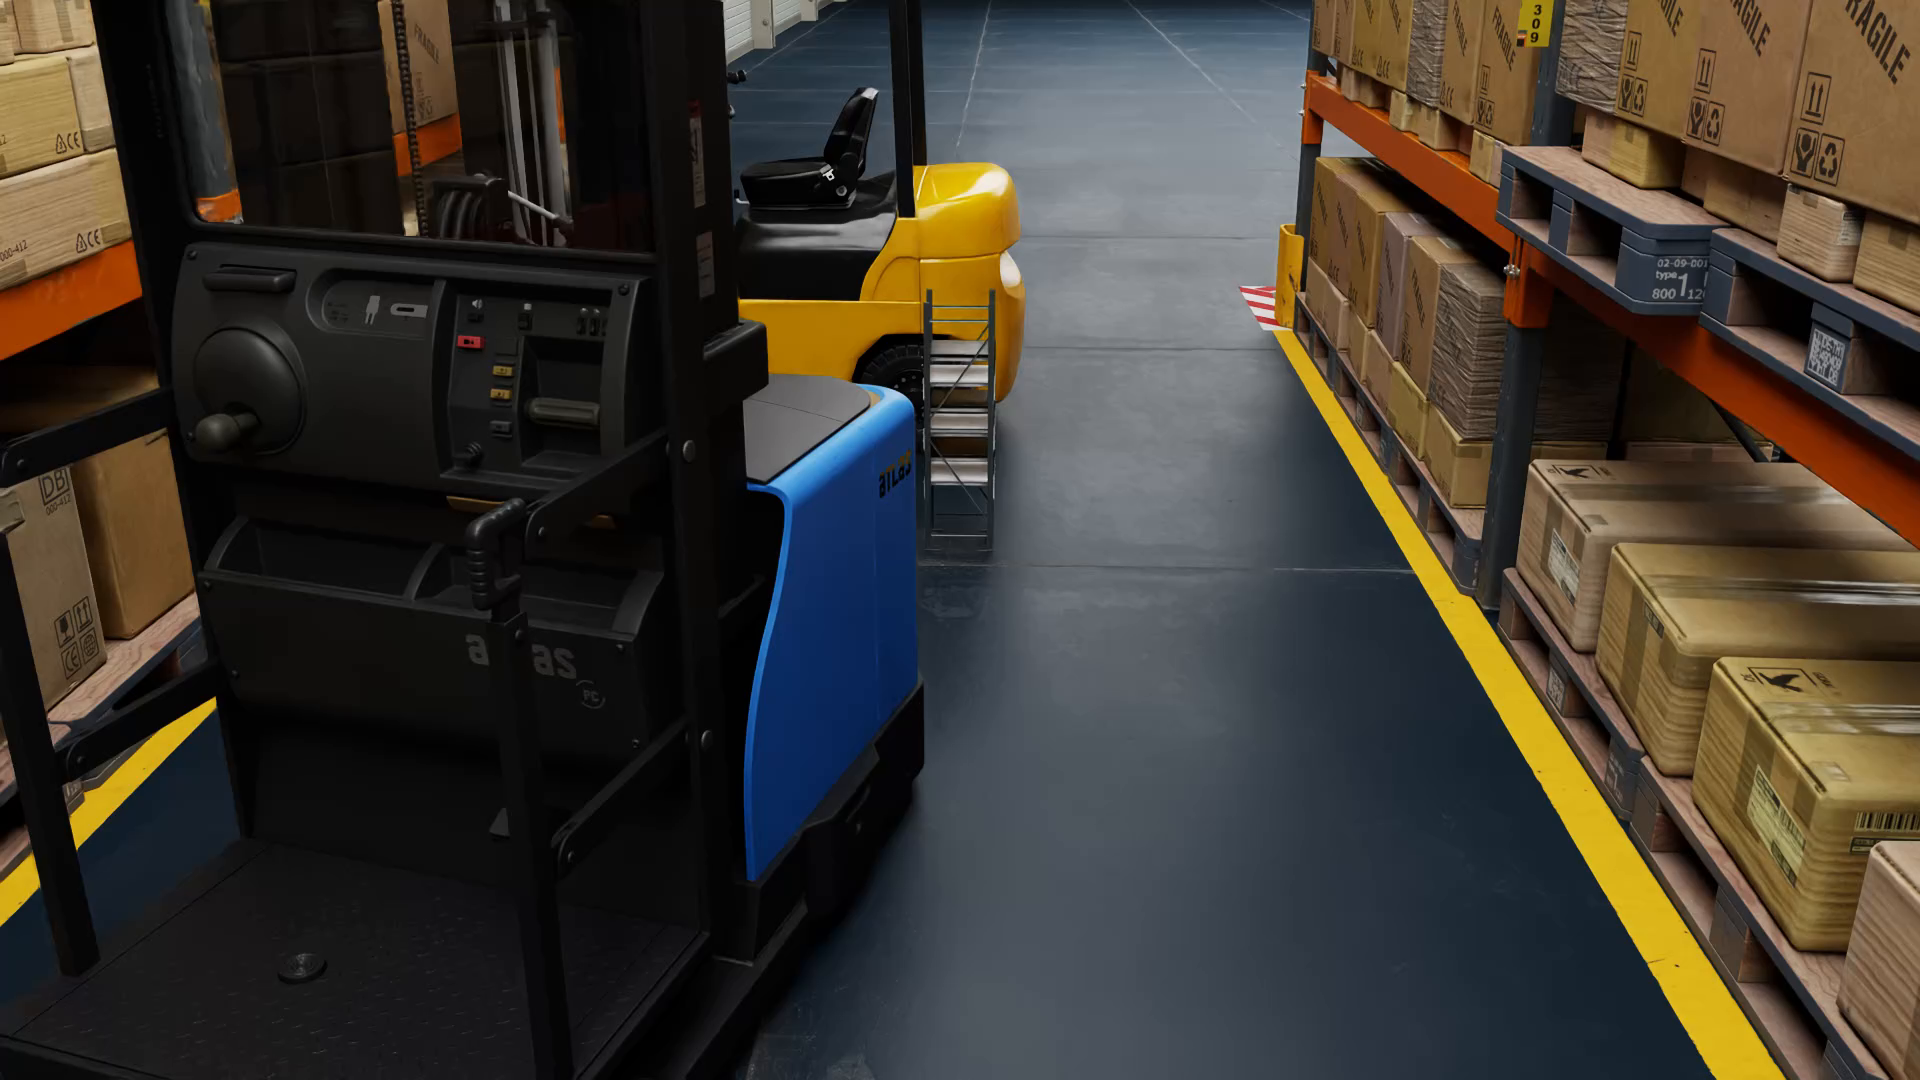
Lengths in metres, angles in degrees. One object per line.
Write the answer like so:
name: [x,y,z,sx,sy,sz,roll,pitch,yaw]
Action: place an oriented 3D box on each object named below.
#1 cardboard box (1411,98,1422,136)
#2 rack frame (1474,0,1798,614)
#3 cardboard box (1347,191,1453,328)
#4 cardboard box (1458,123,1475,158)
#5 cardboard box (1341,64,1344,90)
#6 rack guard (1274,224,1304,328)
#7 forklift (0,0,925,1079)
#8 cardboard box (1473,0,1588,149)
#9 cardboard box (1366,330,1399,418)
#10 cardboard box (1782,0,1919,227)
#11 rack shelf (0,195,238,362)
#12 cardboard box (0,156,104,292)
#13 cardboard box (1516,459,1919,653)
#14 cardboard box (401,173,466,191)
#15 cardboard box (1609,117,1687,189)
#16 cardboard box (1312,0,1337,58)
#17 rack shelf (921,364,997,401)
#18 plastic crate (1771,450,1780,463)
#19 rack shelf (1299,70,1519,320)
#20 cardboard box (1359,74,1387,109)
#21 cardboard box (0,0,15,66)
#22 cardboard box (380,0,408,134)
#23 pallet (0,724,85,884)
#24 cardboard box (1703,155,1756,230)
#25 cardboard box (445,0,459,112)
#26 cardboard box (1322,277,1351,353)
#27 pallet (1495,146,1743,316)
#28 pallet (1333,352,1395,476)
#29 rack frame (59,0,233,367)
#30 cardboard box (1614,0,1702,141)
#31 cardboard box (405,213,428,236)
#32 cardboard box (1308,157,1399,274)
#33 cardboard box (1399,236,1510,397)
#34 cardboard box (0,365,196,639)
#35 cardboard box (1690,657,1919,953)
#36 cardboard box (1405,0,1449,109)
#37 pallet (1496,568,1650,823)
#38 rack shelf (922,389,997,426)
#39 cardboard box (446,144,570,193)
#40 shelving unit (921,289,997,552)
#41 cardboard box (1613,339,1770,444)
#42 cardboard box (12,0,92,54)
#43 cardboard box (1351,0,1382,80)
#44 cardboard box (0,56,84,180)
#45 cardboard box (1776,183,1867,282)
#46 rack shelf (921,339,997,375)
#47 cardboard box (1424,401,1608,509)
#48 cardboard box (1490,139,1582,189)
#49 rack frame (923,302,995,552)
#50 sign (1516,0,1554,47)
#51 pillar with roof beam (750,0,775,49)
cardboard box: [1.977,-1.639,6.454,0.380,0.149,0.250,0,21,1]
rack frame: [2.206,-1.177,4.916,1.000,3.000,0.127,1,21,2]
cardboard box: [1.992,-1.219,7.208,0.500,0.500,0.500,1,21,3]
cardboard box: [2.019,-1.453,5.974,0.380,0.149,0.250,0,21,1]
cardboard box: [2.028,-2.199,7.897,0.380,0.149,0.250,0,21,0]
rack guard: [2.326,-1.430,9.024,1.175,0.500,0.348,1,21,2]
forklift: [-1.047,-0.285,2.712,1.130,2.935,3.031,7,22,17]
cardboard box: [1.971,-1.526,5.265,0.500,0.500,0.500,0,21,0]
cardboard box: [1.982,-0.684,6.866,0.500,0.250,0.500,1,21,2]
cardboard box: [1.857,-0.846,2.933,0.500,0.500,0.500,0,21,-1]
rack shelf: [-2.816,-0.172,3.319,1.077,0.370,4.000,1,21,2]
cardboard box: [-2.519,-0.793,4.134,0.500,0.250,0.500,1,21,1]
cardboard box: [2.193,0.042,4.826,0.950,0.372,0.625,1,21,2]
cardboard box: [-2.351,-1.519,7.637,0.500,0.250,0.500,1,21,2]
cardboard box: [1.857,-0.969,4.147,0.380,0.149,0.250,1,21,3]
cardboard box: [2.036,-2.640,8.138,0.500,0.500,0.500,0,21,1]
rack shelf: [0.000,-0.553,5.806,0.258,0.077,0.200,1,21,2]
plastic crate: [3.074,-0.375,6.884,0.402,0.080,0.583,-7,22,-17]
rack shelf: [2.267,-1.565,6.910,1.077,0.370,4.000,1,21,2]
cardboard box: [2.000,-2.014,7.420,0.380,0.149,0.250,1,21,3]
cardboard box: [-2.469,-1.175,3.877,0.380,0.149,0.250,0,21,0]
cardboard box: [-2.467,-1.806,6.399,0.500,0.500,0.500,0,21,1]
pallet: [-2.773,0.779,3.730,1.003,0.211,1.213,1,21,2]
cardboard box: [1.875,-0.773,3.642,0.380,0.149,0.250,1,21,2]
cardboard box: [-2.426,-2.170,7.336,0.500,0.500,0.500,0,21,1]
cardboard box: [2.004,-1.064,7.845,0.500,0.250,0.500,1,21,4]
pallet: [2.038,-0.813,4.242,1.003,0.211,1.213,1,21,2]
pallet: [2.226,-0.562,7.187,1.003,0.211,1.213,1,21,2]
rack frame: [-2.755,-1.230,5.053,1.000,3.000,0.127,1,21,2]
cardboard box: [1.891,-1.211,3.872,0.500,0.500,0.500,1,21,2]
cardboard box: [-2.398,-1.147,6.676,0.500,0.250,0.500,1,21,3]
cardboard box: [2.027,-1.590,8.163,0.500,0.500,0.500,0,21,0]
cardboard box: [1.970,-0.841,6.234,0.500,0.500,0.500,1,21,3]
cardboard box: [-2.760,-0.130,4.920,0.875,0.625,0.625,2,21,4]
cardboard box: [2.155,0.553,3.508,0.950,0.372,0.625,1,21,3]
cardboard box: [1.991,-1.900,6.228,0.500,0.500,0.500,1,21,3]
pallet: [2.184,0.405,4.695,1.003,0.211,1.213,1,21,2]
rack shelf: [0.000,-0.469,5.838,0.258,0.077,0.200,1,21,2]
cardboard box: [-2.336,-1.887,8.583,0.500,0.250,0.500,1,21,3]
shelving unit: [0.000,-0.417,5.859,0.258,0.900,0.210,1,21,2]
cardboard box: [2.494,-0.651,5.744,0.500,0.500,0.500,2,21,4]
cardboard box: [-2.534,-1.360,4.352,0.380,0.149,0.250,0,21,1]
cardboard box: [2.009,-2.269,7.180,0.500,0.500,0.500,0,21,1]
cardboard box: [-2.523,-1.027,4.045,0.500,0.250,0.500,0,21,0]
cardboard box: [1.806,-0.588,3.165,0.380,0.149,0.250,1,21,4]
rack shelf: [0.000,-0.637,5.773,0.258,0.077,0.200,1,21,2]
cardboard box: [1.955,-0.308,5.896,0.500,0.250,0.500,2,21,4]
cardboard box: [1.911,-1.179,5.269,0.380,0.149,0.250,0,21,1]
rack frame: [-0.003,-0.380,5.764,0.240,0.900,0.006,1,21,2]
sign: [1.664,-1.584,4.767,0.100,0.325,0.005,1,21,2]
pillar with roof beam: [1.295,-11.692,23.723,9.100,9.000,0.400,1,21,2]
